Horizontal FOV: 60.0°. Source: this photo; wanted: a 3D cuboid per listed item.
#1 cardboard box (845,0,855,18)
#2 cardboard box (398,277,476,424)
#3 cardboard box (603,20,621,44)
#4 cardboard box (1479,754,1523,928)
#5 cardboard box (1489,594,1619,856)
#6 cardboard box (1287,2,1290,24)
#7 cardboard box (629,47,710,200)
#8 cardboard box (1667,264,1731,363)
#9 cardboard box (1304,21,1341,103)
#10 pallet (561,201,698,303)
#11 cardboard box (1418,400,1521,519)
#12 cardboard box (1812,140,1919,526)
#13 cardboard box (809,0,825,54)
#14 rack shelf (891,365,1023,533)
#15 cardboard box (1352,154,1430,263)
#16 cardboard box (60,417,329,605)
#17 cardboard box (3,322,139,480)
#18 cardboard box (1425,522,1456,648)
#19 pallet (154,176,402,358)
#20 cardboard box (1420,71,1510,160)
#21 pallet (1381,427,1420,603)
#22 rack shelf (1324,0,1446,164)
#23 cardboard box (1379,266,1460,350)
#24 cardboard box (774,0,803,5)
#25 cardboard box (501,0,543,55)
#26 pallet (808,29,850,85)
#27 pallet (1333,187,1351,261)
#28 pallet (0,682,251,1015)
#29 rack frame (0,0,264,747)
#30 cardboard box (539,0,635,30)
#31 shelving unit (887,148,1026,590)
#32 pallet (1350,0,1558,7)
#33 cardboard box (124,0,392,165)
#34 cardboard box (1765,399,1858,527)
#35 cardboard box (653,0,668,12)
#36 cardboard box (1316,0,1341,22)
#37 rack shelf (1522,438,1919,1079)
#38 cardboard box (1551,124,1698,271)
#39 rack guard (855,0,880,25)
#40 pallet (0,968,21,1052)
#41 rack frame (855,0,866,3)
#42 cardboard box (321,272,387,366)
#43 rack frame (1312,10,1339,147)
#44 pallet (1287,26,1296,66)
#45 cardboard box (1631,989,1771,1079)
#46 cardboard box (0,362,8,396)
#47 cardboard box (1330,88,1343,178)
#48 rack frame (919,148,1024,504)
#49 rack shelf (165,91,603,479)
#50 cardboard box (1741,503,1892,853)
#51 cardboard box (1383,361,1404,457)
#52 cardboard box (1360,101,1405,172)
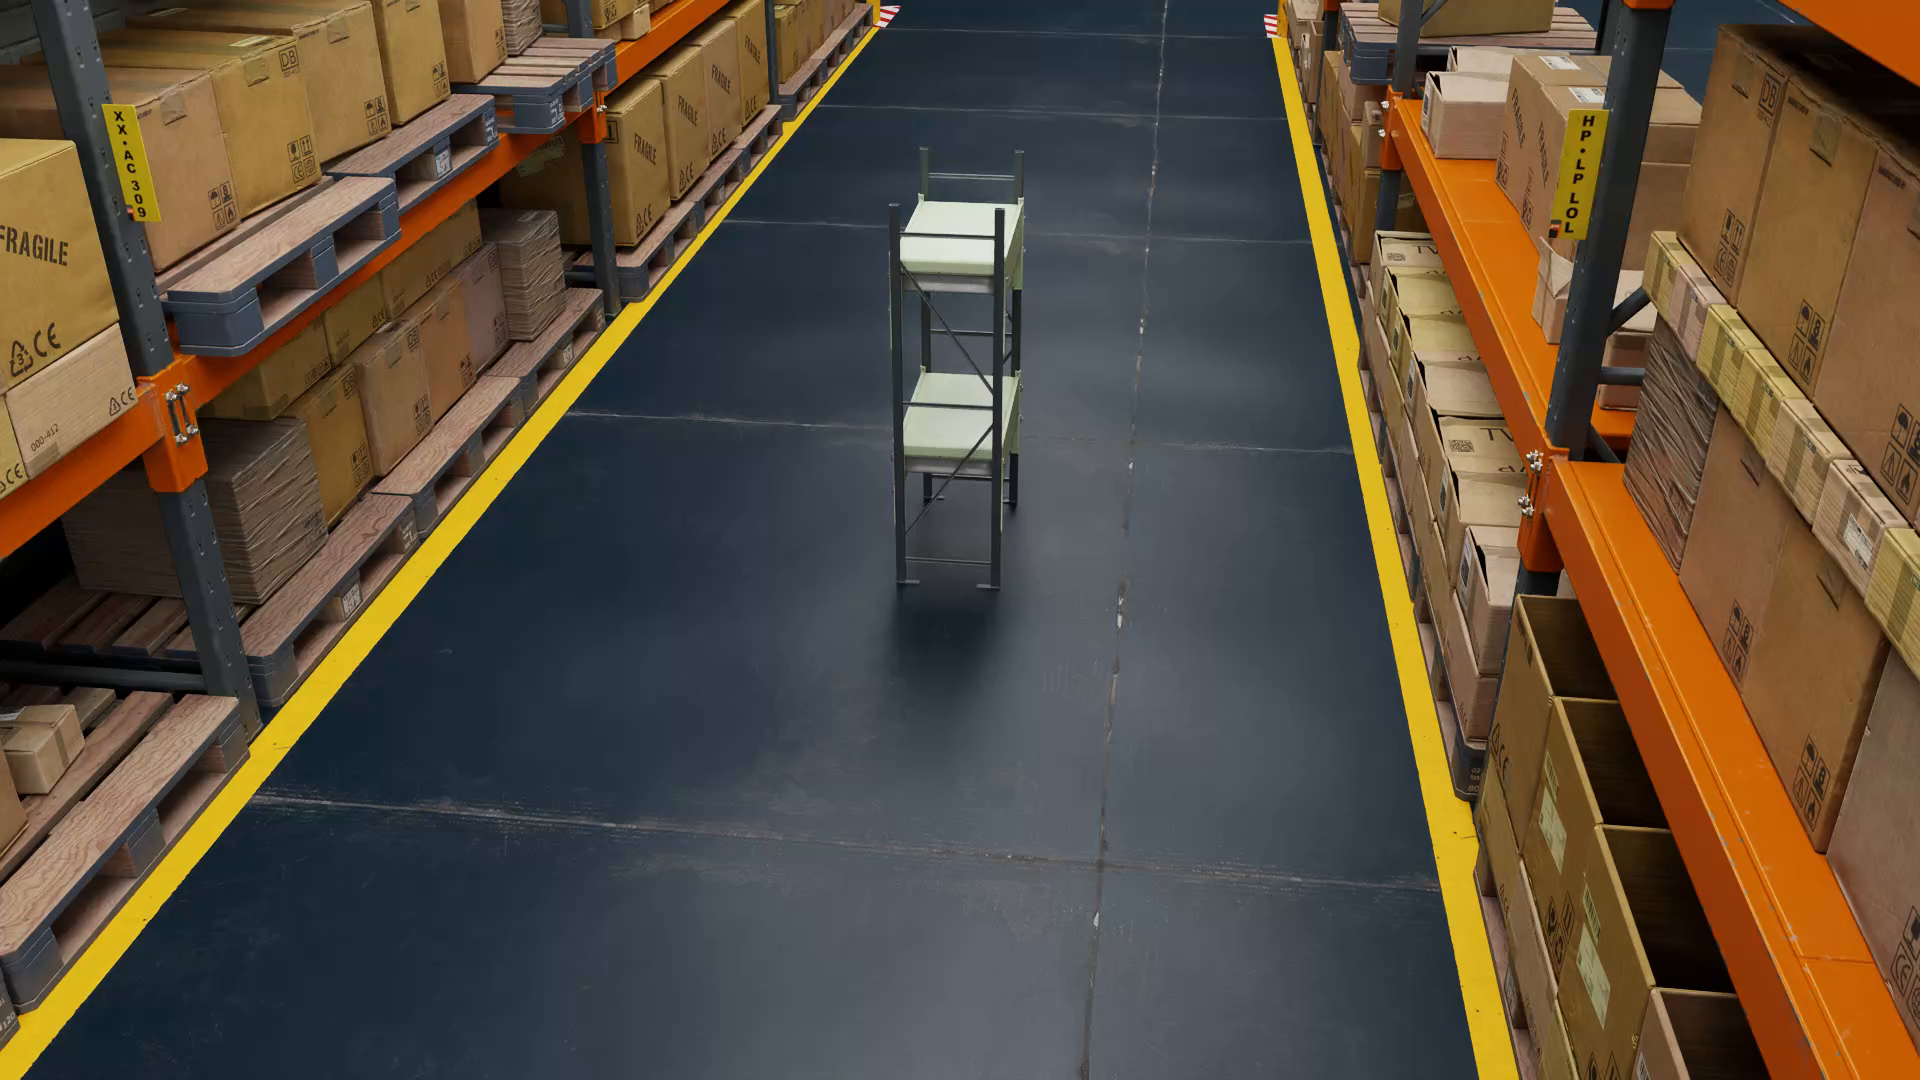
[{"bbox_3d":[-1.355,-5.087,15.223,0.700,0.500,0.500,3,28,6],"label":"cardboard box"},{"bbox_3d":[-2.596,-0.853,7.342,0.700,0.500,0.500,3,28,6],"label":"cardboard box"},{"bbox_3d":[-2.039,-2.730,8.899,0.380,0.149,0.250,4,29,7],"label":"cardboard box"},{"bbox_3d":[1.720,0.823,4.517,0.500,0.250,0.500,3,28,6],"label":"cardboard box"},{"bbox_3d":[1.711,0.492,4.340,0.500,0.500,0.500,3,28,6],"label":"cardboard box"},{"bbox_3d":[3.125,-4.704,14.842,0.380,0.166,0.250,3,28,6],"label":"cardboard box"},{"bbox_3d":[-2.015,-2.562,10.166,0.750,0.750,0.750,3,28,6],"label":"cardboard box"},{"bbox_3d":[1.822,-0.500,3.726,0.380,0.149,0.250,4,29,7],"label":"cardboard box"},{"bbox_3d":[2.847,-3.547,12.343,0.500,0.500,0.500,3,28,6],"label":"cardboard box"},{"bbox_3d":[-2.177,-1.712,9.705,1.003,0.211,1.213,3,28,6],"label":"pallet"},{"bbox_3d":[1.964,-0.312,6.032,0.500,0.311,0.500,3,28,6],"label":"cardboard box"},{"bbox_3d":[1.907,-0.336,2.738,0.700,0.500,0.500,3,28,6],"label":"cardboard box"},{"bbox_3d":[-1.535,-4.364,13.880,0.700,0.500,0.500,4,29,7],"label":"cardboard box"},{"bbox_3d":[-0.001,-0.370,6.543,0.431,0.370,0.720,3,28,6],"label":"rack shelf"},{"bbox_3d":[2.450,-1.834,9.162,0.500,0.500,0.500,4,29,8],"label":"cardboard box"},{"bbox_3d":[-2.765,-0.130,6.001,0.700,0.500,0.500,4,29,8],"label":"cardboard box"},{"bbox_3d":[-2.596,-0.392,4.452,0.500,0.250,0.500,3,29,6],"label":"cardboard box"},{"bbox_3d":[1.905,0.172,5.724,0.500,0.250,0.500,3,28,5],"label":"cardboard box"},{"bbox_3d":[-2.601,-0.957,5.565,1.003,0.211,1.213,3,28,6],"label":"pallet"},{"bbox_3d":[2.266,-1.837,7.092,0.500,0.311,0.500,3,28,6],"label":"cardboard box"},{"bbox_3d":[2.277,-0.101,6.715,1.003,0.211,1.213,3,28,6],"label":"pallet"},{"bbox_3d":[2.813,-2.911,9.750,1.077,0.370,4.000,3,28,6],"label":"rack shelf"},{"bbox_3d":[2.157,-1.030,7.365,0.500,0.311,0.500,3,28,5],"label":"cardboard box"},{"bbox_3d":[-1.442,-4.322,13.119,0.380,0.149,0.250,4,29,8],"label":"cardboard box"},{"bbox_3d":[-2.396,-2.588,7.823,0.700,0.500,0.500,0,28,0],"label":"cardboard box"},{"bbox_3d":[-1.541,-4.157,14.244,1.003,0.211,1.213,3,28,6],"label":"pallet"},{"bbox_3d":[2.849,-1.981,10.204,1.003,0.211,1.213,3,28,6],"label":"pallet"},{"bbox_3d":[-2.886,0.856,4.938,1.003,0.211,1.213,3,28,6],"label":"pallet"},{"bbox_3d":[-2.839,-0.690,4.868,1.000,3.000,0.127,3,28,6],"label":"rack frame"},{"bbox_3d":[-2.035,-2.970,8.660,0.500,0.500,0.500,4,29,8],"label":"cardboard box"},{"bbox_3d":[-0.001,-0.657,6.388,0.431,1.500,0.755,3,28,6],"label":"shelving unit"},{"bbox_3d":[2.802,-3.118,9.577,1.003,0.211,1.213,3,28,6],"label":"pallet"},{"bbox_3d":[-2.617,-1.739,6.247,0.700,0.500,0.500,7,29,13],"label":"cardboard box"},{"bbox_3d":[1.729,-0.137,3.052,0.380,0.149,0.250,2,28,5],"label":"cardboard box"},{"bbox_3d":[-1.948,-3.220,9.807,0.380,0.149,0.250,4,29,7],"label":"cardboard box"},{"bbox_3d":[3.283,-4.149,13.456,0.797,0.503,0.637,3,28,6],"label":"cardboard box"},{"bbox_3d":[1.833,0.855,2.760,1.077,0.370,4.000,3,28,6],"label":"rack shelf"},{"bbox_3d":[2.253,-1.056,5.442,0.500,0.500,0.500,5,29,10],"label":"cardboard box"},{"bbox_3d":[-1.365,-5.249,15.966,1.175,0.500,0.348,3,28,6],"label":"rack guard"},{"bbox_3d":[-3.033,1.432,3.869,1.003,0.211,1.213,3,28,6],"label":"pallet"},{"bbox_3d":[-1.368,-6.338,15.352,1.000,3.000,0.127,3,28,6],"label":"rack frame"},{"bbox_3d":[-2.654,-0.913,6.663,0.500,0.250,0.500,3,28,5],"label":"cardboard box"},{"bbox_3d":[3.058,-4.169,11.326,1.000,3.000,0.127,3,28,6],"label":"rack frame"},{"bbox_3d":[3.442,-4.413,14.720,1.003,0.211,1.213,3,28,6],"label":"pallet"},{"bbox_3d":[1.529,1.198,3.029,0.500,0.500,0.500,3,28,6],"label":"cardboard box"},{"bbox_3d":[-2.645,-0.487,3.837,0.500,0.500,0.500,3,28,6],"label":"cardboard box"},{"bbox_3d":[2.634,-2.562,10.515,0.500,0.500,0.500,4,29,7],"label":"cardboard box"},{"bbox_3d":[0.044,-0.829,6.708,0.400,1.500,0.023,3,28,6],"label":"rack frame"},{"bbox_3d":[-2.594,-1.314,6.786,1.077,0.370,4.000,3,28,6],"label":"rack shelf"},{"bbox_3d":[1.906,0.246,3.025,0.700,0.500,0.500,4,29,7],"label":"cardboard box"},{"bbox_3d":[2.094,-0.550,7.064,0.500,0.250,0.500,3,28,5],"label":"cardboard box"},{"bbox_3d":[2.453,-2.190,9.034,0.500,0.250,0.500,4,29,8],"label":"cardboard box"}]
